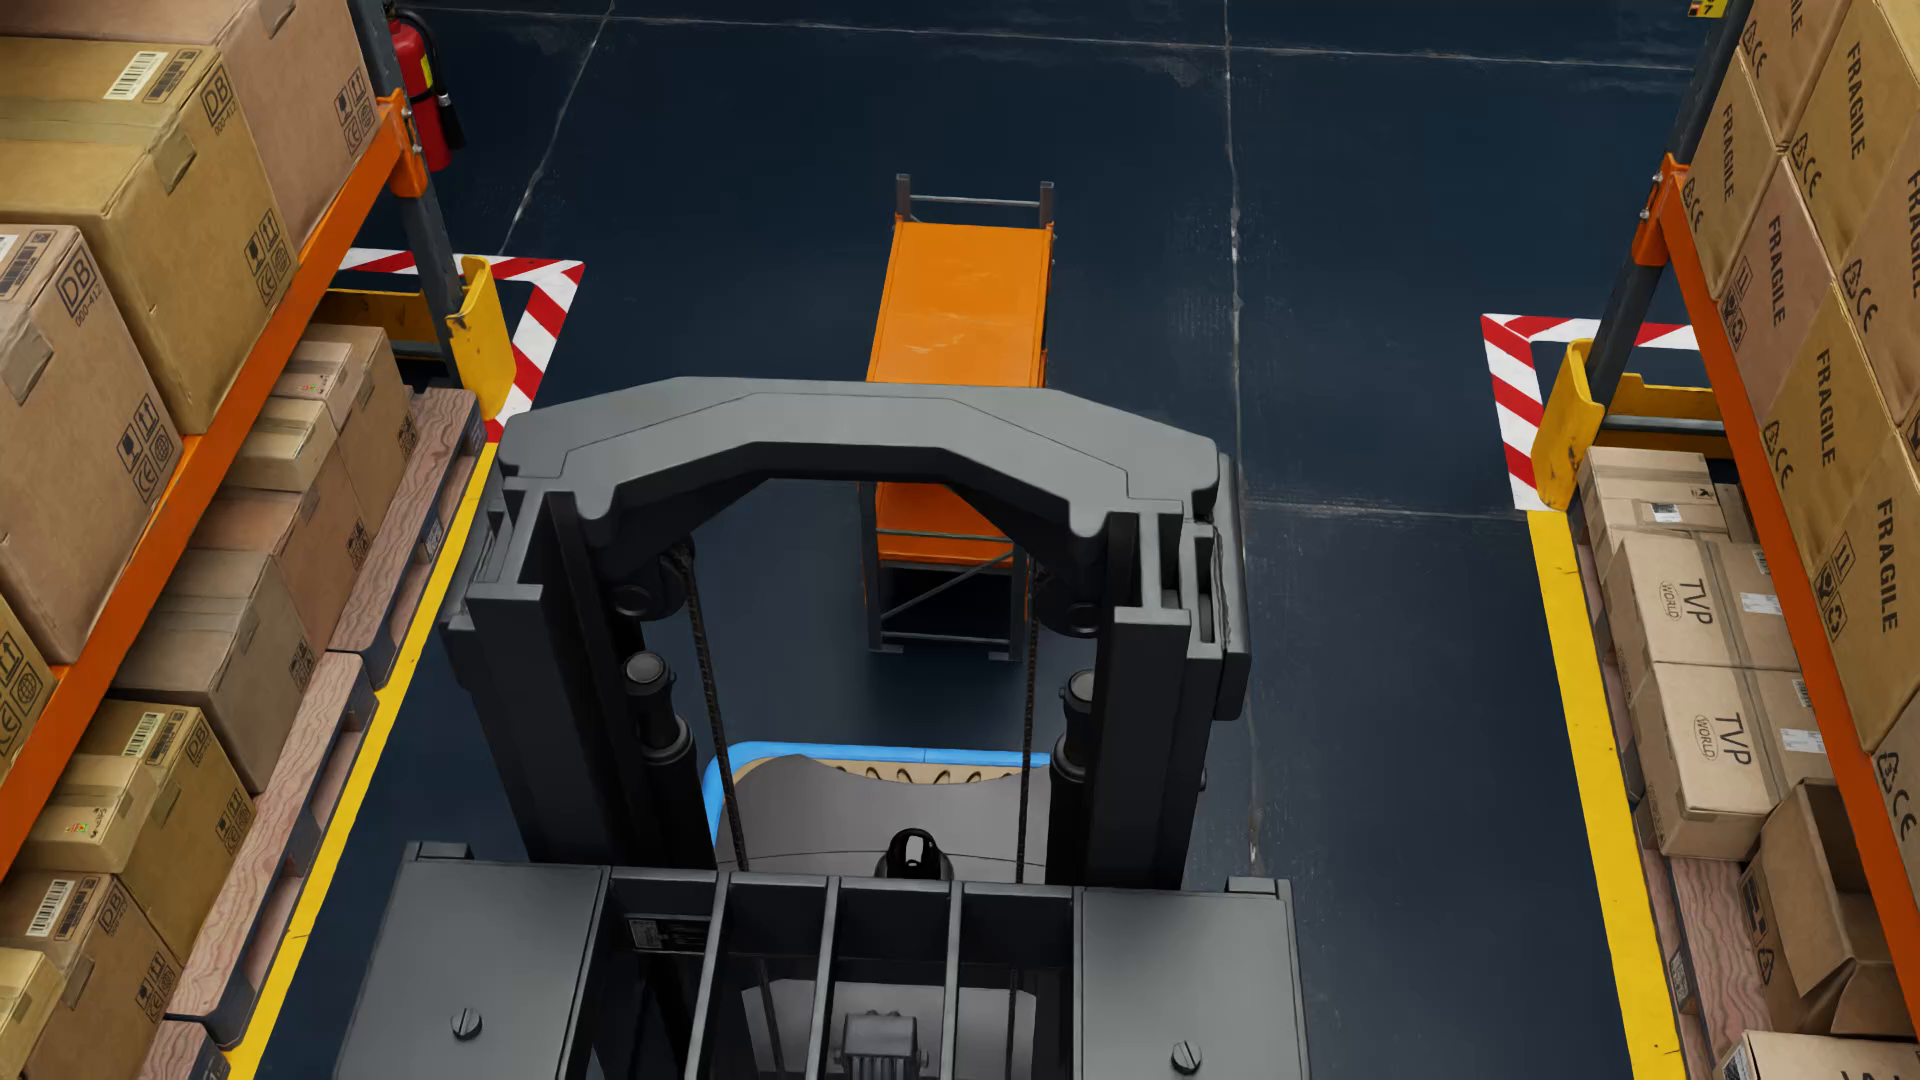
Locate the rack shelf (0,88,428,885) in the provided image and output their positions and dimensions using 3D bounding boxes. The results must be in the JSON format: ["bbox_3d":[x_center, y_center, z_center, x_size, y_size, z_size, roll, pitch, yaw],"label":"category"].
[{"bbox_3d":[-2.465,0.120,4.095,1.077,0.370,4.000,4,48,4],"label":"rack shelf"}]

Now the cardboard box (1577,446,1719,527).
[{"bbox_3d":[2.270,-0.164,5.501,0.380,0.149,0.250,4,48,4],"label":"cardboard box"}]

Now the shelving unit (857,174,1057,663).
[{"bbox_3d":[0.001,-0.385,5.339,0.538,1.125,1.048,4,48,4],"label":"shelving unit"}]

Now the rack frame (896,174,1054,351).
[{"bbox_3d":[0.047,-0.758,5.681,0.500,1.125,0.032,4,48,4],"label":"rack frame"}]

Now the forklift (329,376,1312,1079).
[{"bbox_3d":[-0.155,1.307,2.569,1.130,2.935,3.031,2,48,2],"label":"forklift"}]

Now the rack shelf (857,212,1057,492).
[{"bbox_3d":[0.001,-0.582,5.123,0.538,0.278,1.000,4,48,4],"label":"rack shelf"}]

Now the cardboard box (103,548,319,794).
[{"bbox_3d":[-2.338,0.368,4.790,0.700,0.500,0.500,2,48,2],"label":"cardboard box"}]

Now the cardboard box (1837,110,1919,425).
[{"bbox_3d":[2.257,-0.573,3.496,0.500,0.500,0.500,4,48,4],"label":"cardboard box"}]

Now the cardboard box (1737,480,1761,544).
[{"bbox_3d":[2.846,-0.151,5.251,0.500,0.500,0.500,4,48,4],"label":"cardboard box"}]

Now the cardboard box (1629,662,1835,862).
[{"bbox_3d":[2.227,0.633,4.704,0.500,0.250,0.500,4,48,4],"label":"cardboard box"}]

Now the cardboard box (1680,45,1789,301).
[{"bbox_3d":[2.347,-0.988,4.553,0.500,0.500,0.500,5,48,4],"label":"cardboard box"}]

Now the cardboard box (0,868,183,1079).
[{"bbox_3d":[-2.428,1.137,4.087,0.700,0.500,0.500,3,48,3],"label":"cardboard box"}]

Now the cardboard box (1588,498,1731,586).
[{"bbox_3d":[2.247,0.014,5.326,0.380,0.166,0.250,4,48,4],"label":"cardboard box"}]

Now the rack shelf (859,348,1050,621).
[{"bbox_3d":[0.001,-0.220,5.520,0.538,0.278,1.000,4,48,4],"label":"rack shelf"}]

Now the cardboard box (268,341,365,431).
[{"bbox_3d":[-2.078,-0.482,5.128,0.380,0.149,0.250,3,48,3],"label":"cardboard box"}]

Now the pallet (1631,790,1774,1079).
[{"bbox_3d":[2.458,1.215,4.496,1.003,0.211,1.213,4,48,4],"label":"pallet"}]

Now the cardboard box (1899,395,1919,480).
[{"bbox_3d":[2.211,-0.200,3.155,0.500,0.500,0.500,3,48,3],"label":"cardboard box"}]

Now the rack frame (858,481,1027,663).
[{"bbox_3d":[-0.046,-0.011,4.998,0.500,1.125,0.032,4,48,4],"label":"rack frame"}]

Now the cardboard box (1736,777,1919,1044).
[{"bbox_3d":[2.452,0.990,4.205,0.797,0.503,0.637,4,48,4],"label":"cardboard box"}]

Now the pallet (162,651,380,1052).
[{"bbox_3d":[-2.392,0.835,4.843,1.003,0.211,1.213,4,48,4],"label":"pallet"}]

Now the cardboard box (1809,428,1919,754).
[{"bbox_3d":[2.210,0.128,3.533,0.500,0.500,0.500,4,48,4],"label":"cardboard box"}]

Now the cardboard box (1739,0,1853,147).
[{"bbox_3d":[2.347,-1.325,4.184,0.500,0.500,0.500,5,48,5],"label":"cardboard box"}]

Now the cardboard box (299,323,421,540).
[{"bbox_3d":[-2.247,-0.370,5.465,0.700,0.500,0.500,4,48,4],"label":"cardboard box"}]

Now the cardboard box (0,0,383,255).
[{"bbox_3d":[-2.320,-1.318,4.720,0.980,0.700,0.700,6,48,5],"label":"cardboard box"}]

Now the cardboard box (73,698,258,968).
[{"bbox_3d":[-2.379,0.760,4.431,0.700,0.500,0.500,5,48,4],"label":"cardboard box"}]

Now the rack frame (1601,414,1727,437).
[{"bbox_3d":[2.647,-1.262,4.872,0.949,2.616,0.053,4,48,4],"label":"rack frame"}]

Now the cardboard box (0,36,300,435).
[{"bbox_3d":[-2.375,-0.783,4.230,0.980,0.700,0.700,4,48,3],"label":"cardboard box"}]

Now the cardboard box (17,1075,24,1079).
[{"bbox_3d":[-2.477,1.506,3.749,0.700,0.500,0.500,4,48,4],"label":"cardboard box"}]

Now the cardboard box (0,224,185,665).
[{"bbox_3d":[-2.453,-0.223,3.718,0.980,0.700,0.700,2,48,2],"label":"cardboard box"}]

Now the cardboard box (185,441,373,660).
[{"bbox_3d":[-2.293,-0.002,5.128,0.700,0.500,0.500,4,48,3],"label":"cardboard box"}]

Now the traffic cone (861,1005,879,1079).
[{"bbox_3d":[-0.168,1.221,3.165,0.068,1.202,0.308,4,48,4],"label":"traffic cone"}]

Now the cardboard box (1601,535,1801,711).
[{"bbox_3d":[2.273,0.265,5.040,0.500,0.250,0.500,4,48,4],"label":"cardboard box"}]
